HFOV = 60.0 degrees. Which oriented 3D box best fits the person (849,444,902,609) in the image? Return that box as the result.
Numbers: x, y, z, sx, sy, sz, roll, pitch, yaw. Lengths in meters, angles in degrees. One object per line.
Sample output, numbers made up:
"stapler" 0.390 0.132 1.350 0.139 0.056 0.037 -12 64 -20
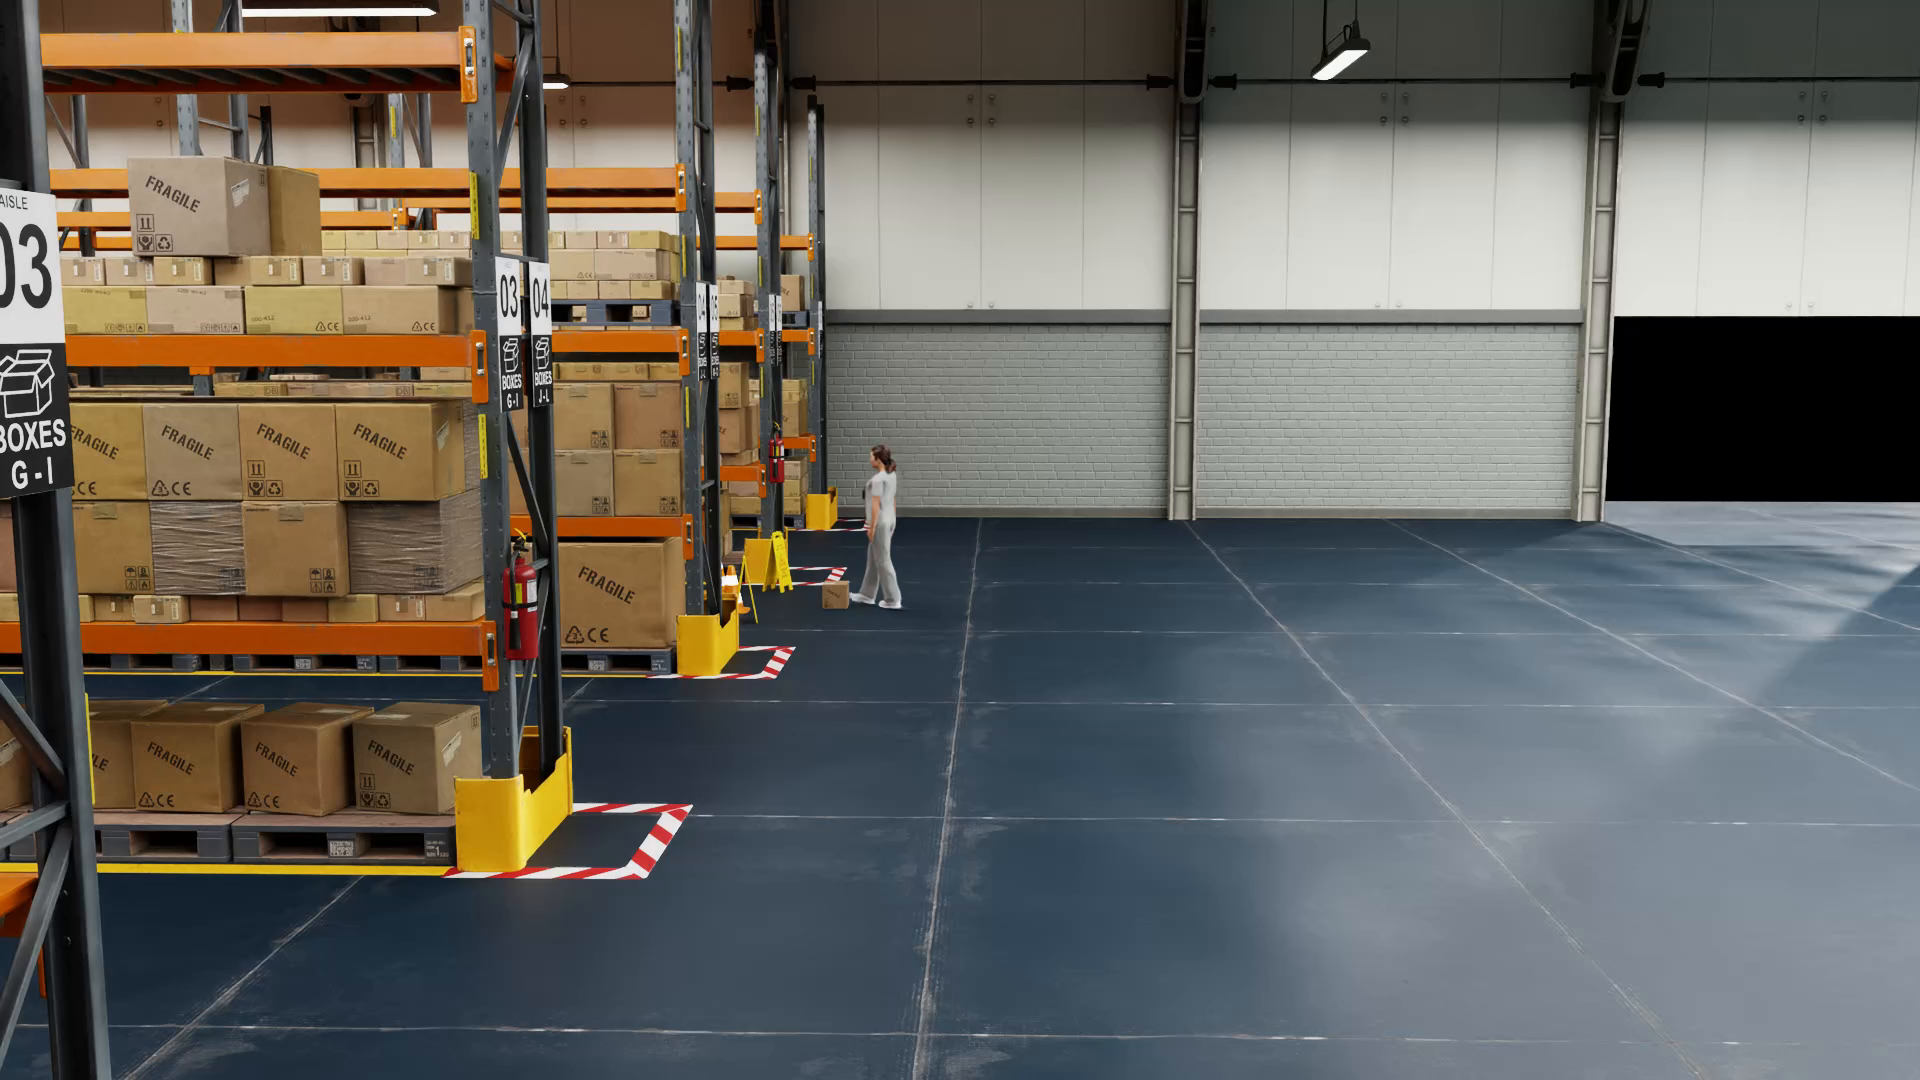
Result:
"person" -0.883 -0.144 16.883 0.673 1.665 0.447 3 8 22
